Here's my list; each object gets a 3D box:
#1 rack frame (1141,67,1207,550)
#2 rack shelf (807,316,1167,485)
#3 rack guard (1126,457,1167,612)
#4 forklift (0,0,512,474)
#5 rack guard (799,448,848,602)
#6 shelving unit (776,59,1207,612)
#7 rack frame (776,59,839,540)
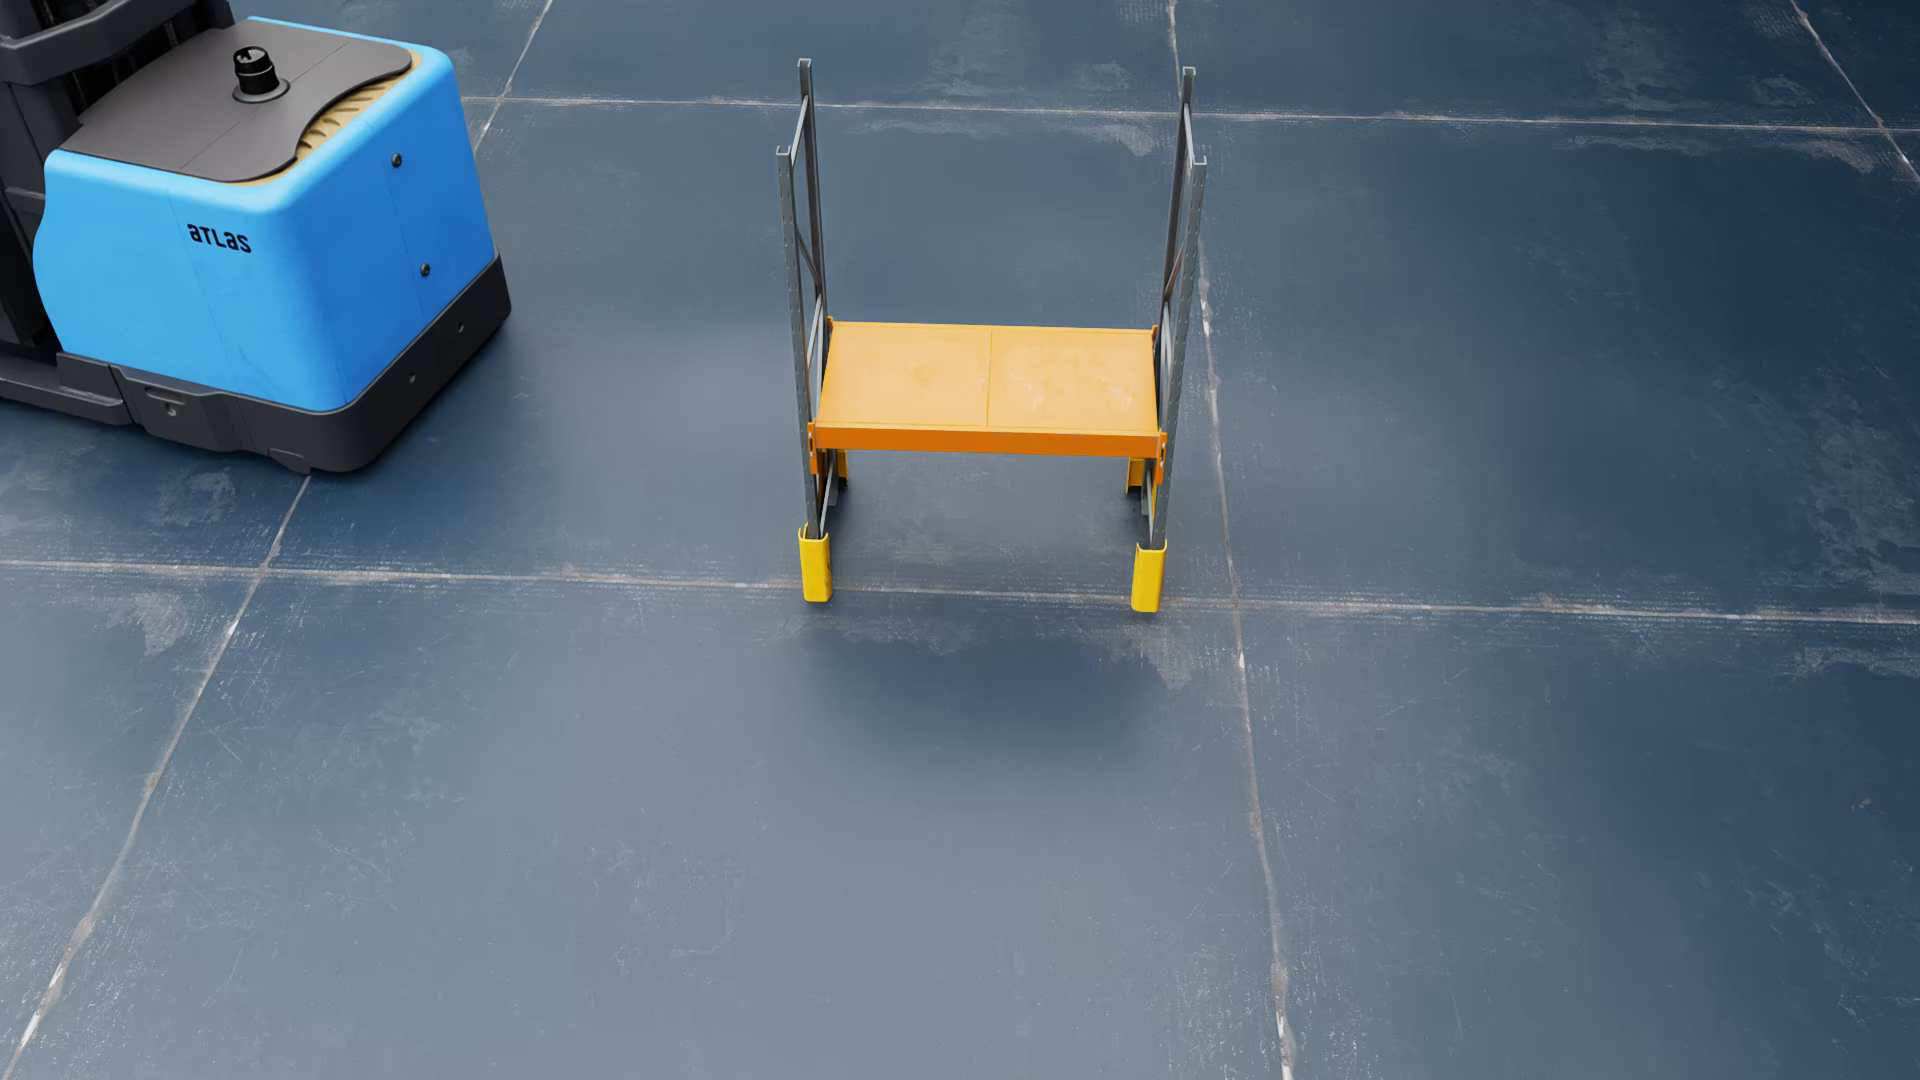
[{"bbox_3d":[0.593,-0.531,4.719,0.032,1.500,0.500,2,43,2],"label":"rack frame"},{"bbox_3d":[0.085,-0.415,4.859,1.000,0.185,0.538,2,43,2],"label":"rack shelf"},{"bbox_3d":[0.574,-0.074,5.146,0.087,0.250,0.587,2,43,2],"label":"rack guard"},{"bbox_3d":[-3.202,-1.895,5.133,3.031,2.935,1.130,13,45,14],"label":"forklift"},{"bbox_3d":[-0.421,-0.104,5.179,0.087,0.250,0.587,2,43,2],"label":"rack guard"},{"bbox_3d":[0.076,-0.546,4.736,1.083,1.500,0.587,2,43,2],"label":"shelving unit"},{"bbox_3d":[-0.423,-0.562,4.753,0.032,1.500,0.500,2,43,2],"label":"rack frame"}]
